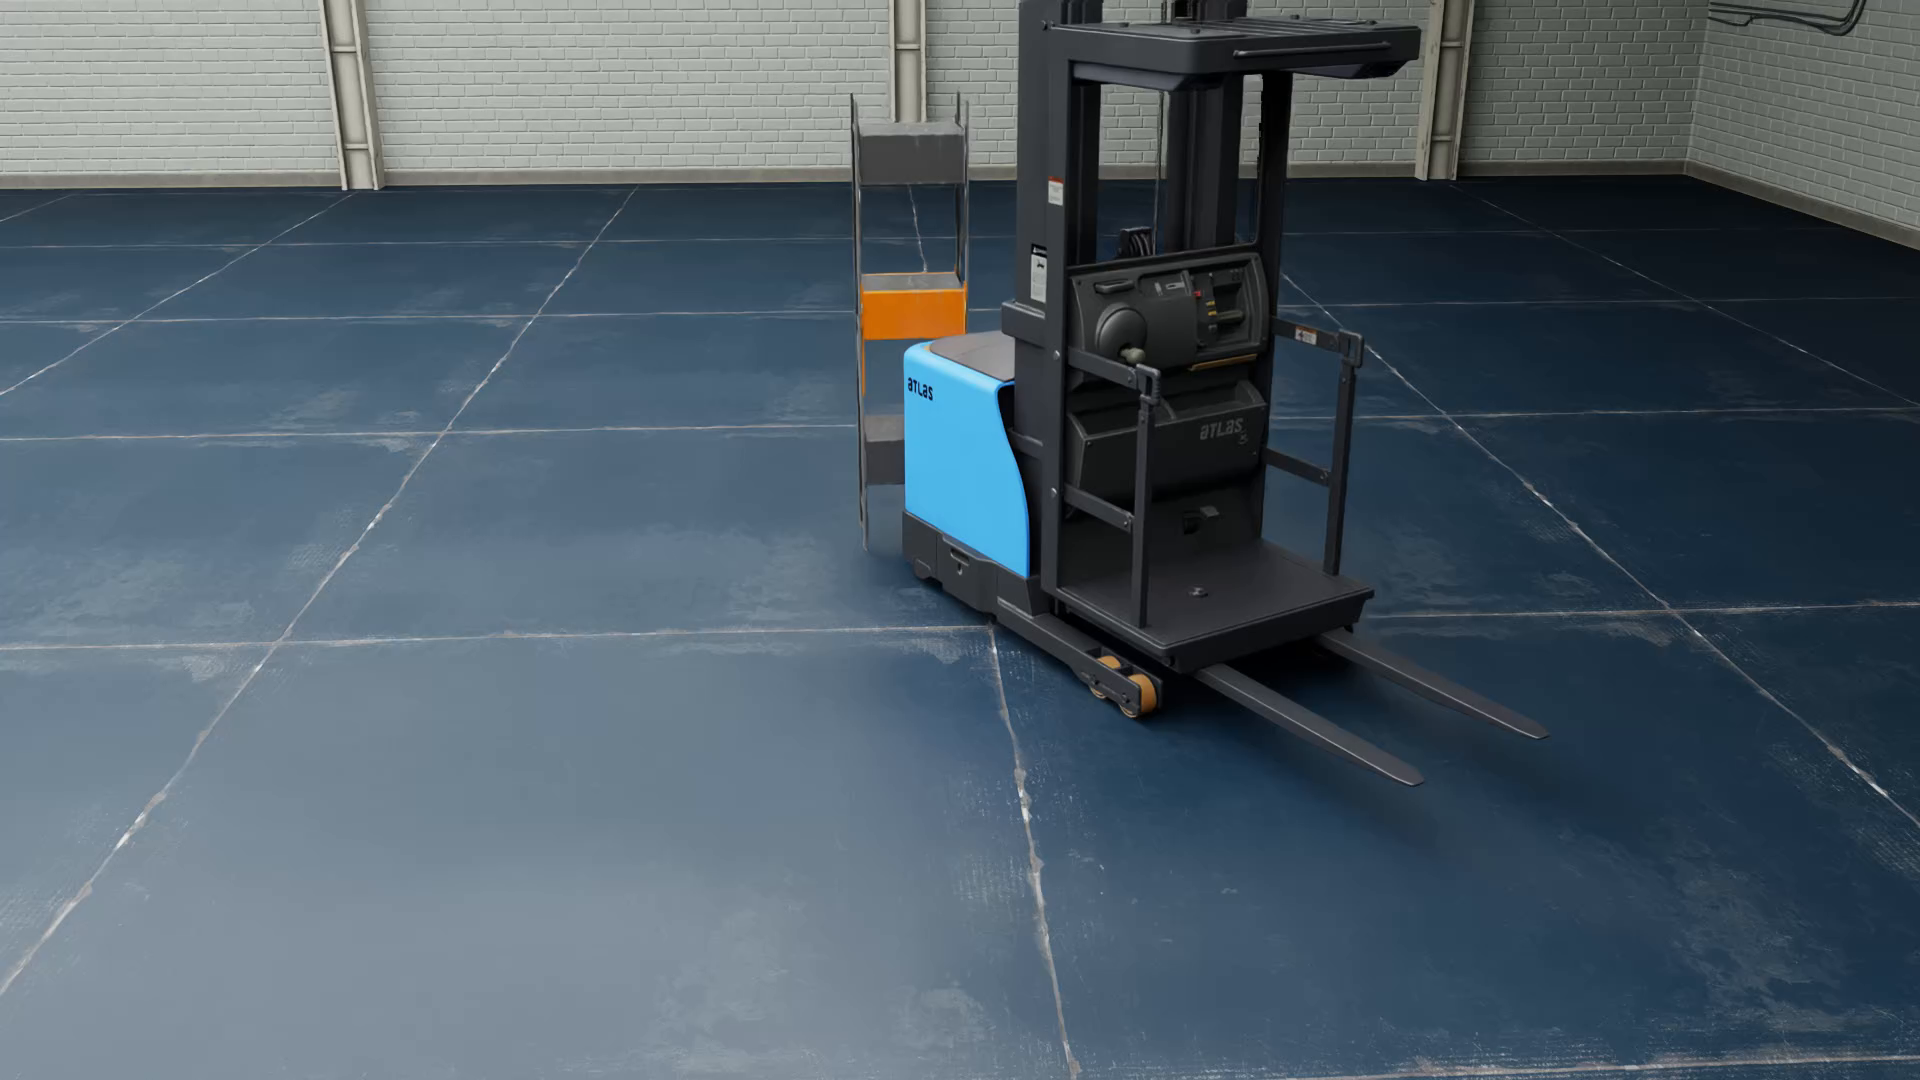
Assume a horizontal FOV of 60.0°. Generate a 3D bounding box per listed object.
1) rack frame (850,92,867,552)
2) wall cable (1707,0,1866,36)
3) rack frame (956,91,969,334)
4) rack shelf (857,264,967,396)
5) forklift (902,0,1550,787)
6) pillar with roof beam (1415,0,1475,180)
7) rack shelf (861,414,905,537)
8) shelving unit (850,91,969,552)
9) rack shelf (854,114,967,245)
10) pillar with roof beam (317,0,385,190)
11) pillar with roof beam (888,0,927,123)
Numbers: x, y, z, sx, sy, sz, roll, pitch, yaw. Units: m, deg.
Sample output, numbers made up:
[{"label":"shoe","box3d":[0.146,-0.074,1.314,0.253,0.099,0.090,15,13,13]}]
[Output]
[{"label":"rack frame","box3d":[-0.474,-0.996,7.785,0.015,2.100,0.400,-2,21,-6]},{"label":"wall cable","box3d":[8.433,-6.471,16.835,0.112,2.526,3.097,-1,21,-3]},{"label":"rack frame","box3d":[0.011,-1.015,7.835,0.015,2.100,0.400,-2,21,-6]},{"label":"rack shelf","box3d":[-0.231,-0.992,7.815,0.480,0.518,0.431,-2,21,-6]},{"label":"forklift","box3d":[0.945,-0.882,6.319,1.130,2.935,3.031,-13,24,-30]},{"label":"pillar with roof beam","box3d":[5.662,-6.803,13.343,0.400,9.000,9.100,-1,21,-3]},{"label":"rack shelf","box3d":[-0.231,-0.338,8.064,0.480,0.518,0.431,-2,21,-6]},{"label":"shelving unit","box3d":[-0.231,-1.005,7.810,0.503,2.100,0.431,-2,21,-6]},{"label":"rack shelf","box3d":[-0.231,-1.647,7.566,0.480,0.518,0.431,-2,21,-6]},{"label":"pillar with roof beam","box3d":[-6.318,-6.559,12.702,0.400,9.000,9.100,-1,21,-3]},{"label":"pillar with roof beam","box3d":[-0.328,-6.681,13.023,0.400,9.000,9.100,-1,21,-3]}]
